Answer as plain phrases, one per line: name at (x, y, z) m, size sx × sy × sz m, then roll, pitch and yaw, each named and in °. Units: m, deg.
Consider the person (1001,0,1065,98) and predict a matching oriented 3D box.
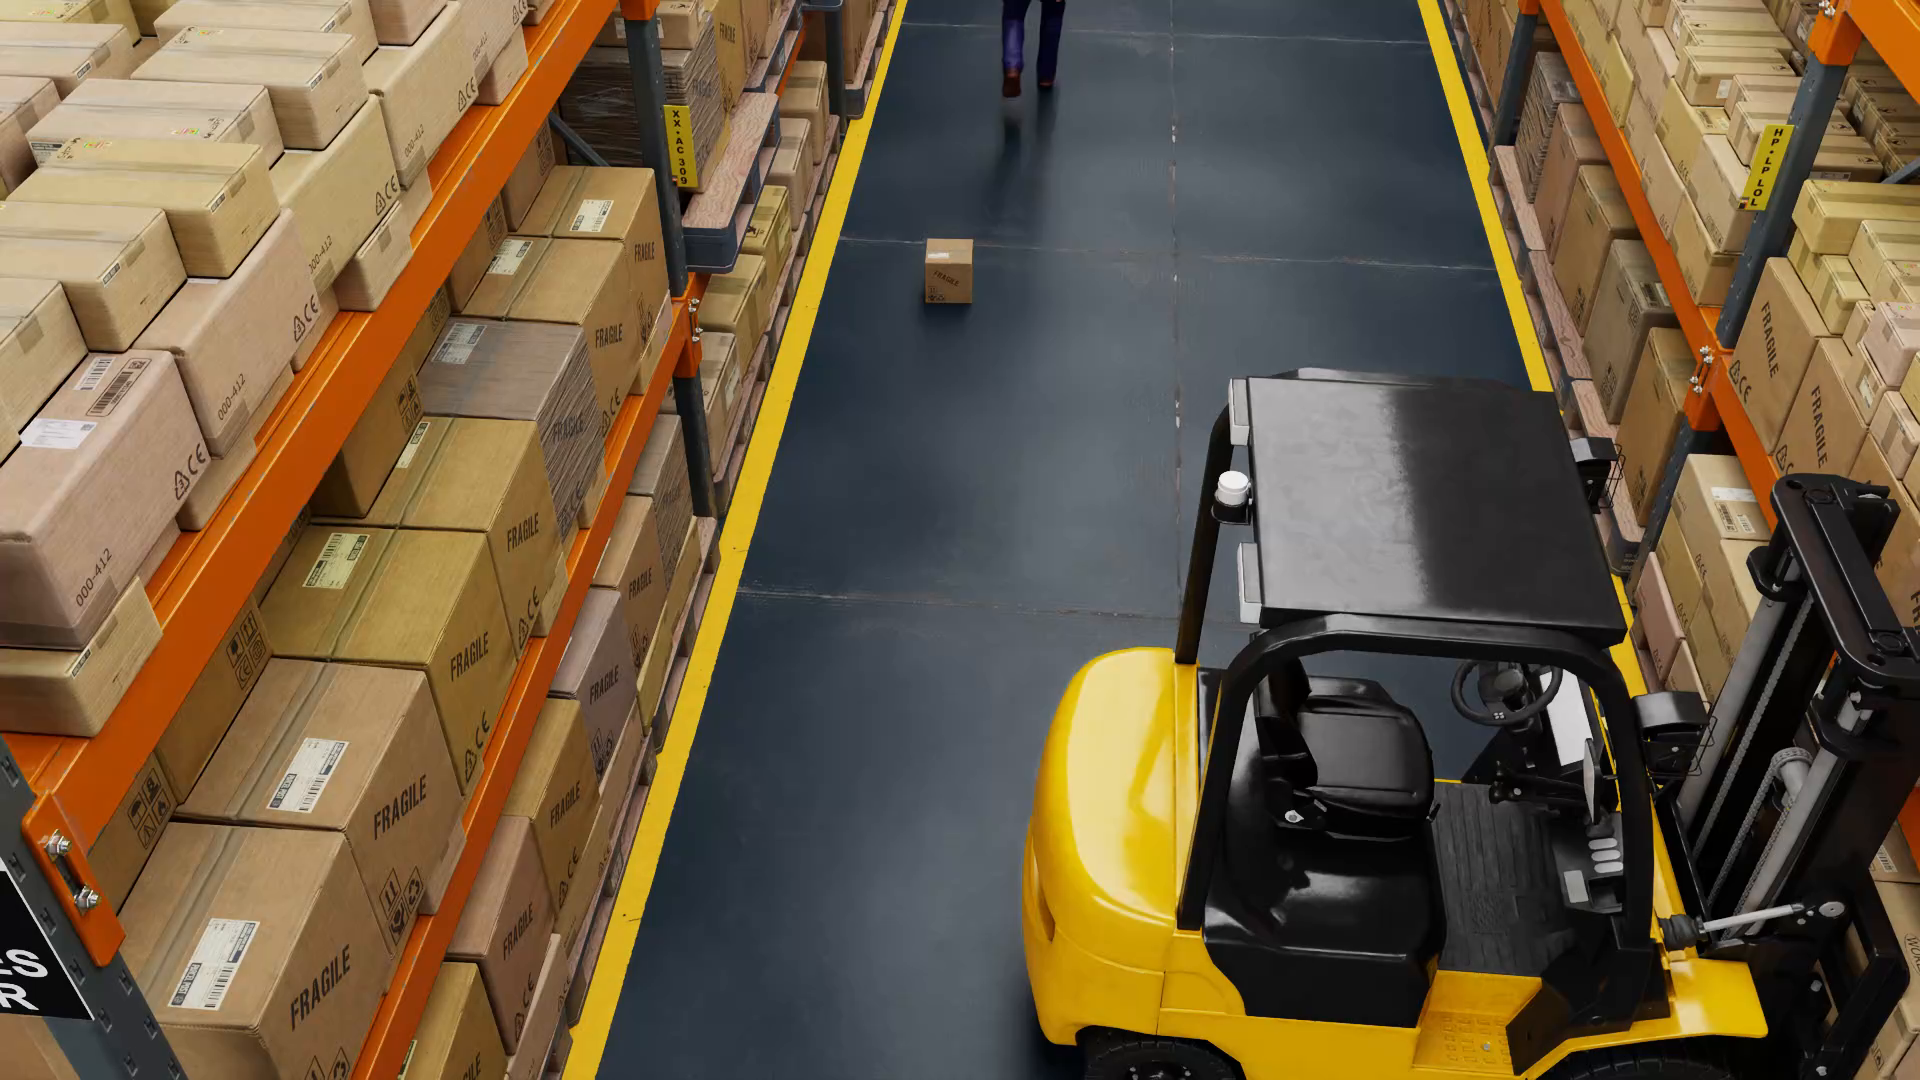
person at (0.467, -3.541, 10.327) m, size 0.473 × 1.623 × 0.728 m, roll 3°, pitch 40°, yaw 3°
